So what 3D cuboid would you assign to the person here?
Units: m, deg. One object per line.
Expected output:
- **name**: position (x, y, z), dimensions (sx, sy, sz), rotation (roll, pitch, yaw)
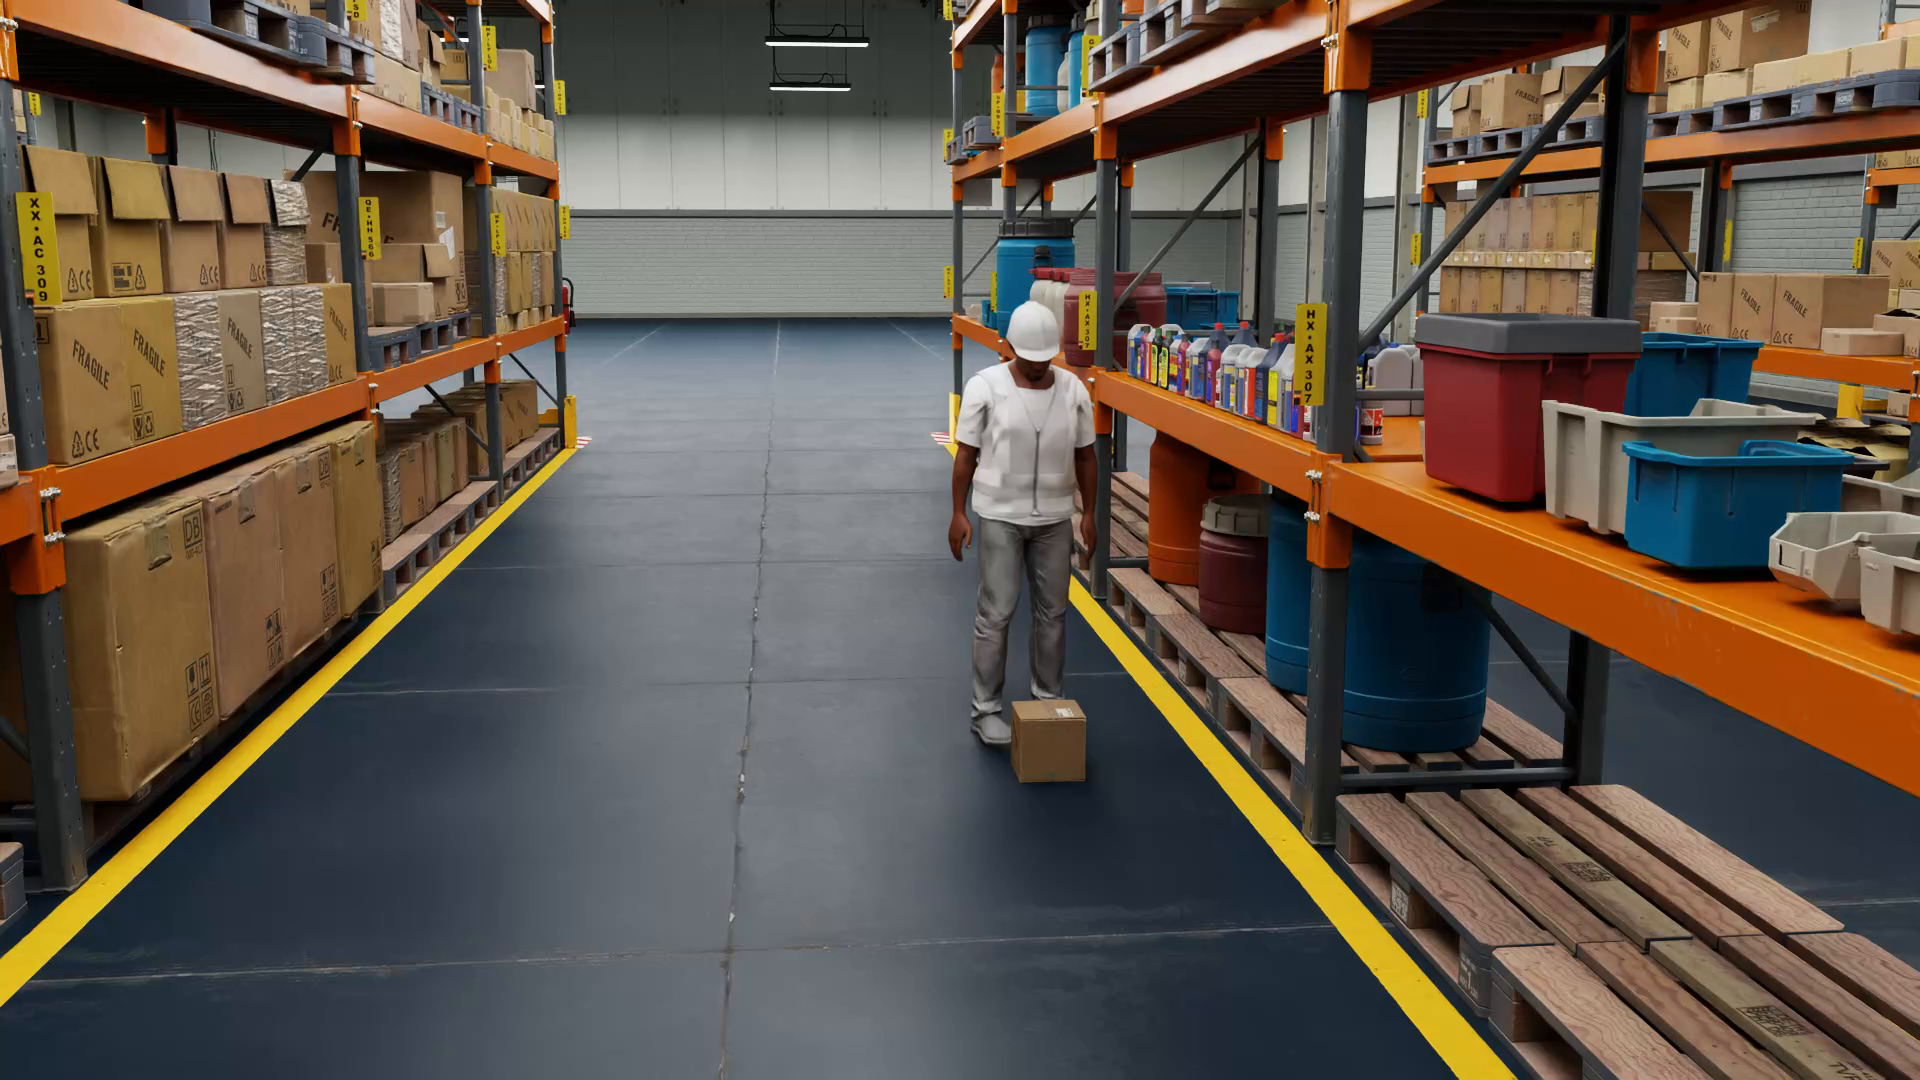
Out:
- **person**: position (0.281, -0.073, 6.667), dimensions (0.610, 1.750, 0.408), rotation (-3, 10, -16)
